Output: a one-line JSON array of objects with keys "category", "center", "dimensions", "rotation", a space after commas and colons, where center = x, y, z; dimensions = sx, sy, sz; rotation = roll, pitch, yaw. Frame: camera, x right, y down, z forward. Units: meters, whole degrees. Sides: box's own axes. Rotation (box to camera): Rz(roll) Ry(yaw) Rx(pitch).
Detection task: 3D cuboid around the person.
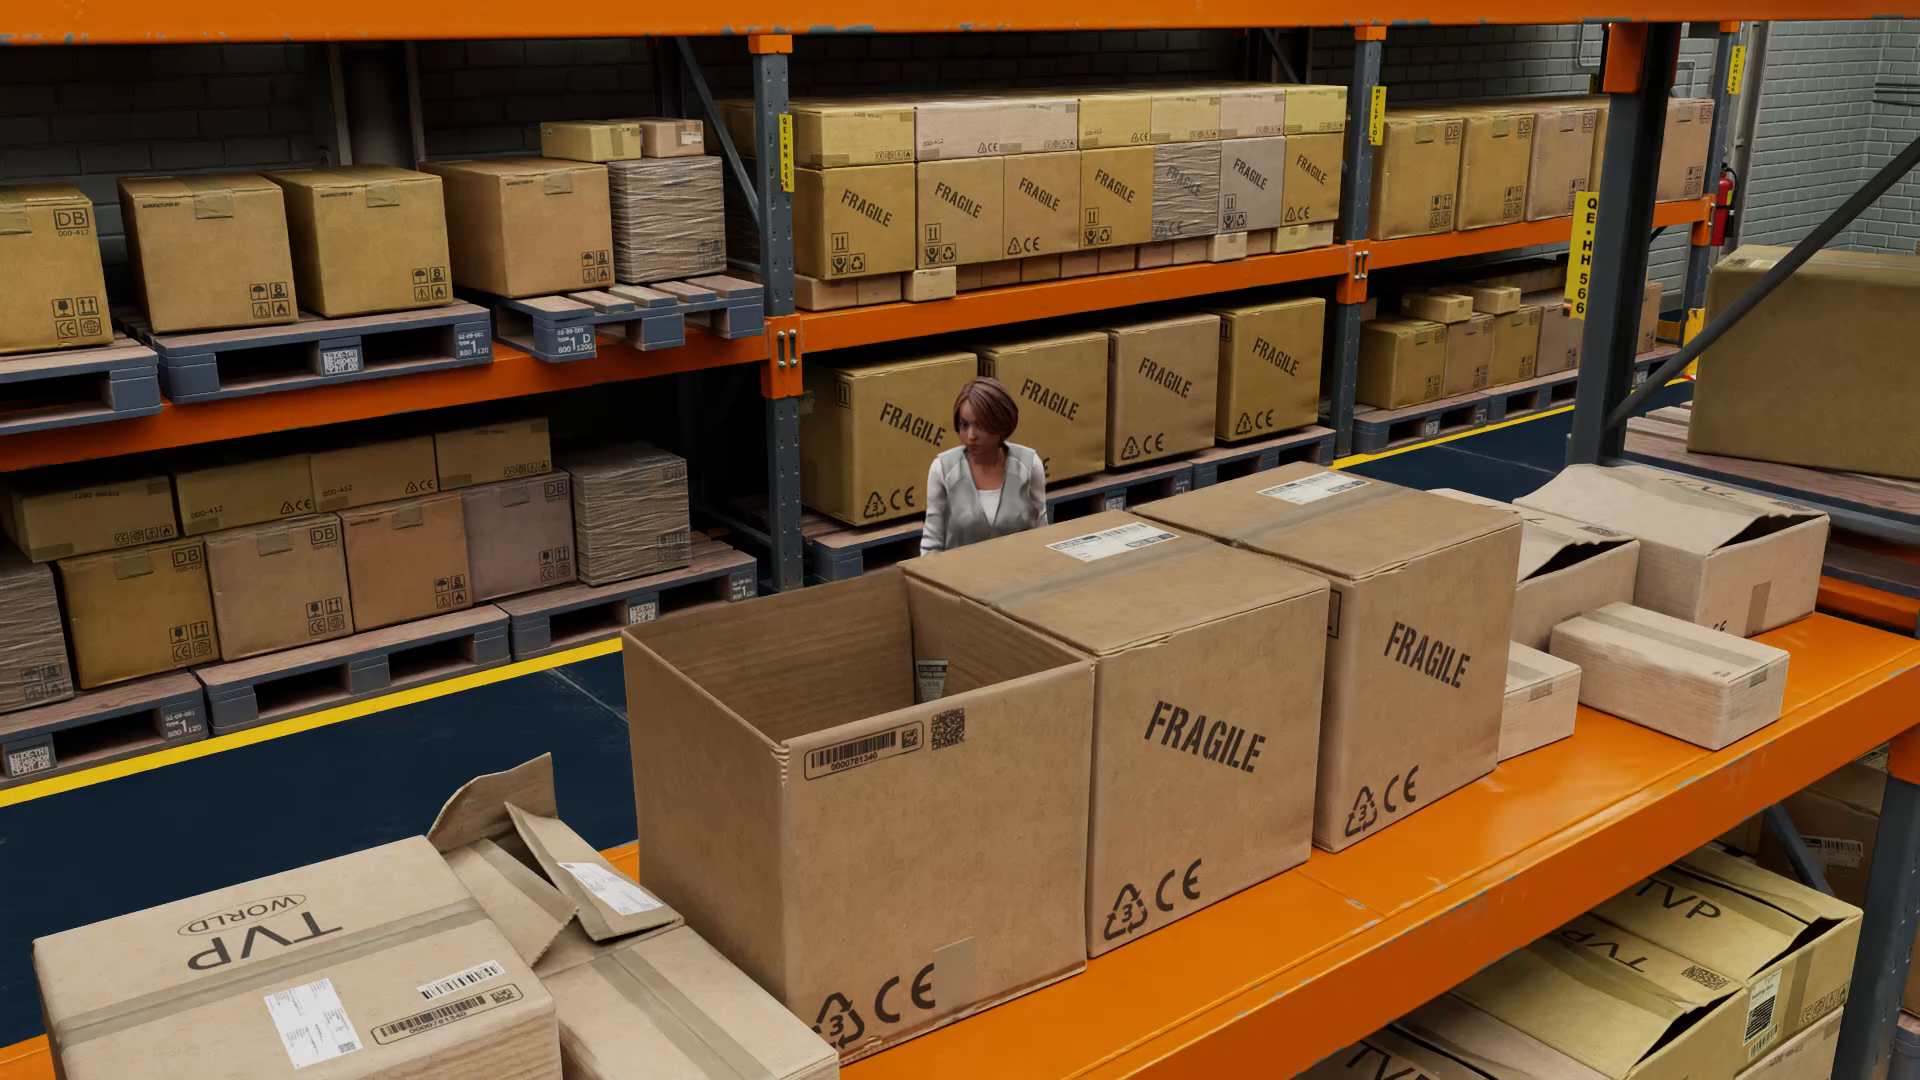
[{"category": "person", "center": [0.084, 0.228, 5.349], "dimensions": [0.417, 1.559, 0.856], "rotation": [-3, 18, -9]}]
